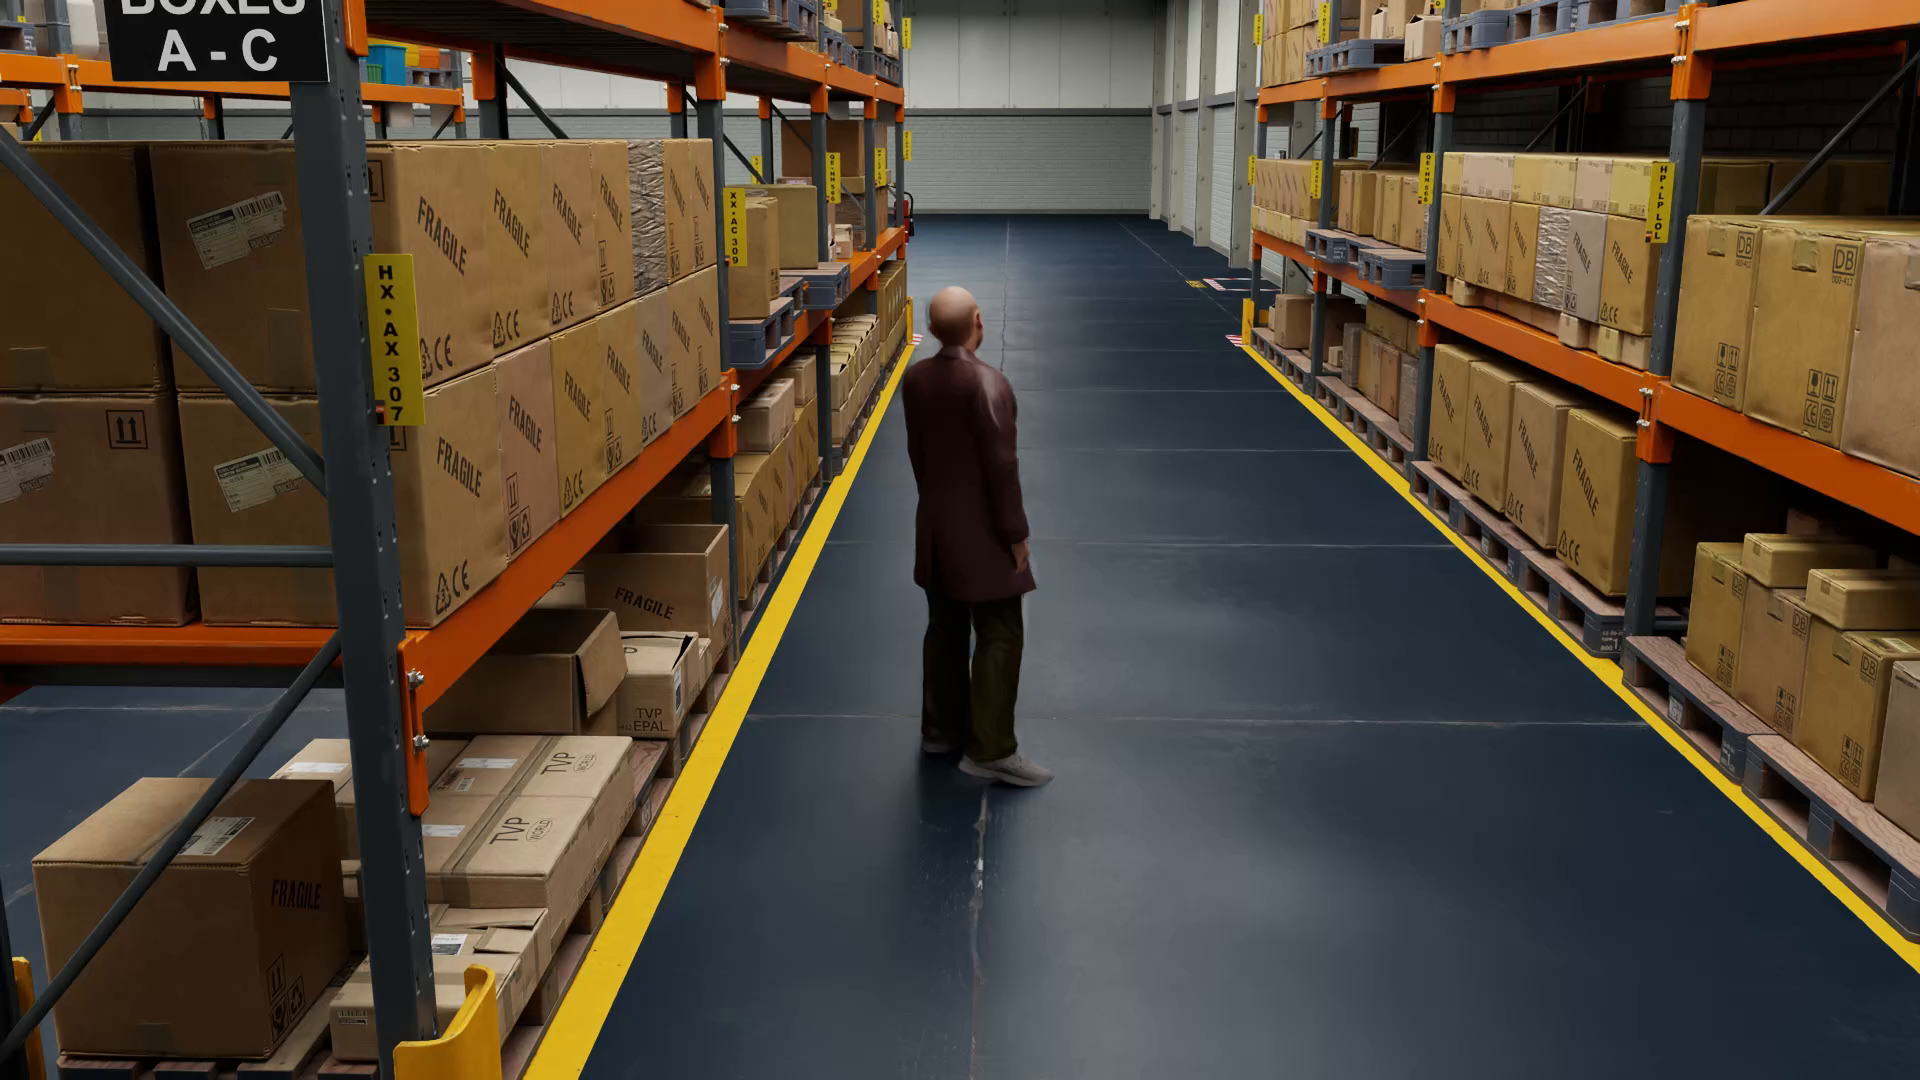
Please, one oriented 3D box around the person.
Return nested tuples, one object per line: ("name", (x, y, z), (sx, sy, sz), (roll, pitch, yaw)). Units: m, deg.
("person", (0.066, -0.015, 6.107), (0.415, 1.818, 0.646), (-10, 17, -35))
